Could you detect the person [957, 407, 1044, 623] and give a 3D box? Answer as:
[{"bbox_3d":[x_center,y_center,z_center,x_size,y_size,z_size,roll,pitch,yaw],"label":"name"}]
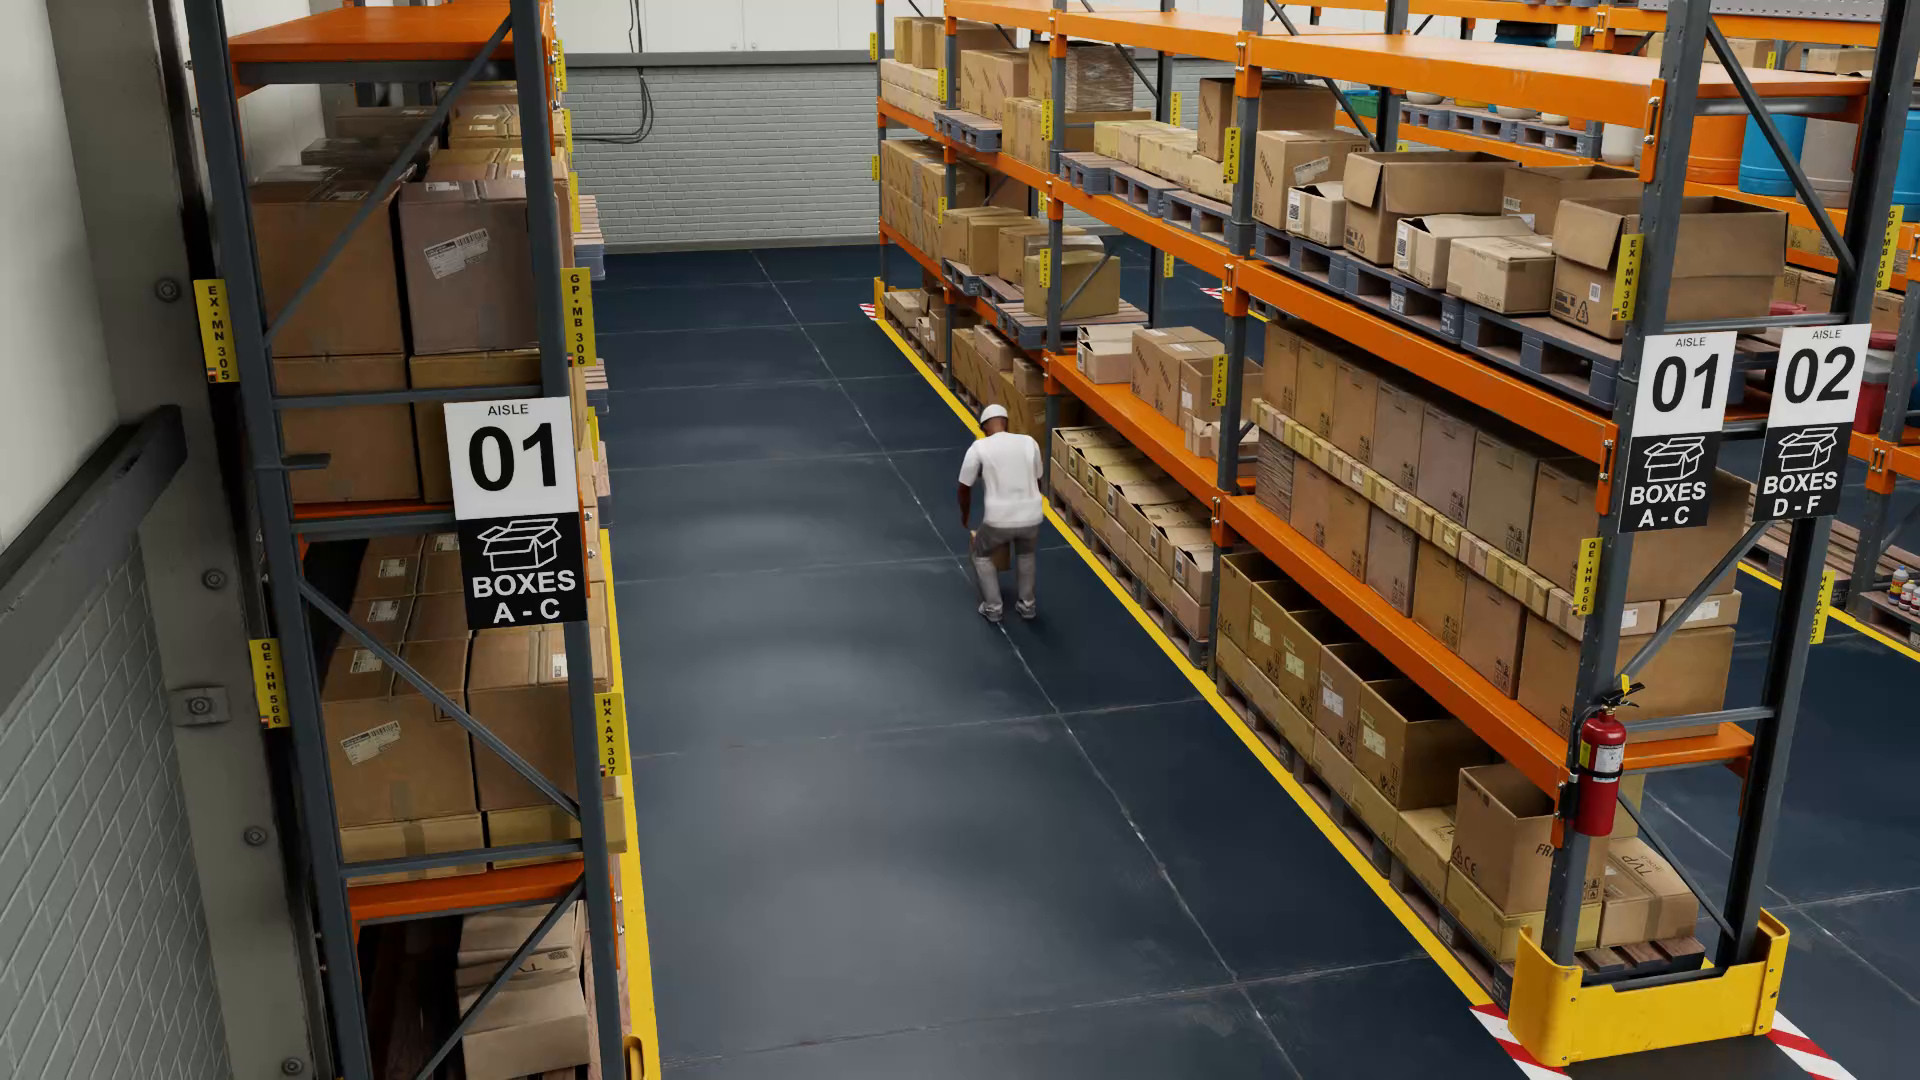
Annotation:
[{"bbox_3d":[0.299,-0.174,11.940,0.629,1.490,0.708,-4,20,-12],"label":"person"}]
